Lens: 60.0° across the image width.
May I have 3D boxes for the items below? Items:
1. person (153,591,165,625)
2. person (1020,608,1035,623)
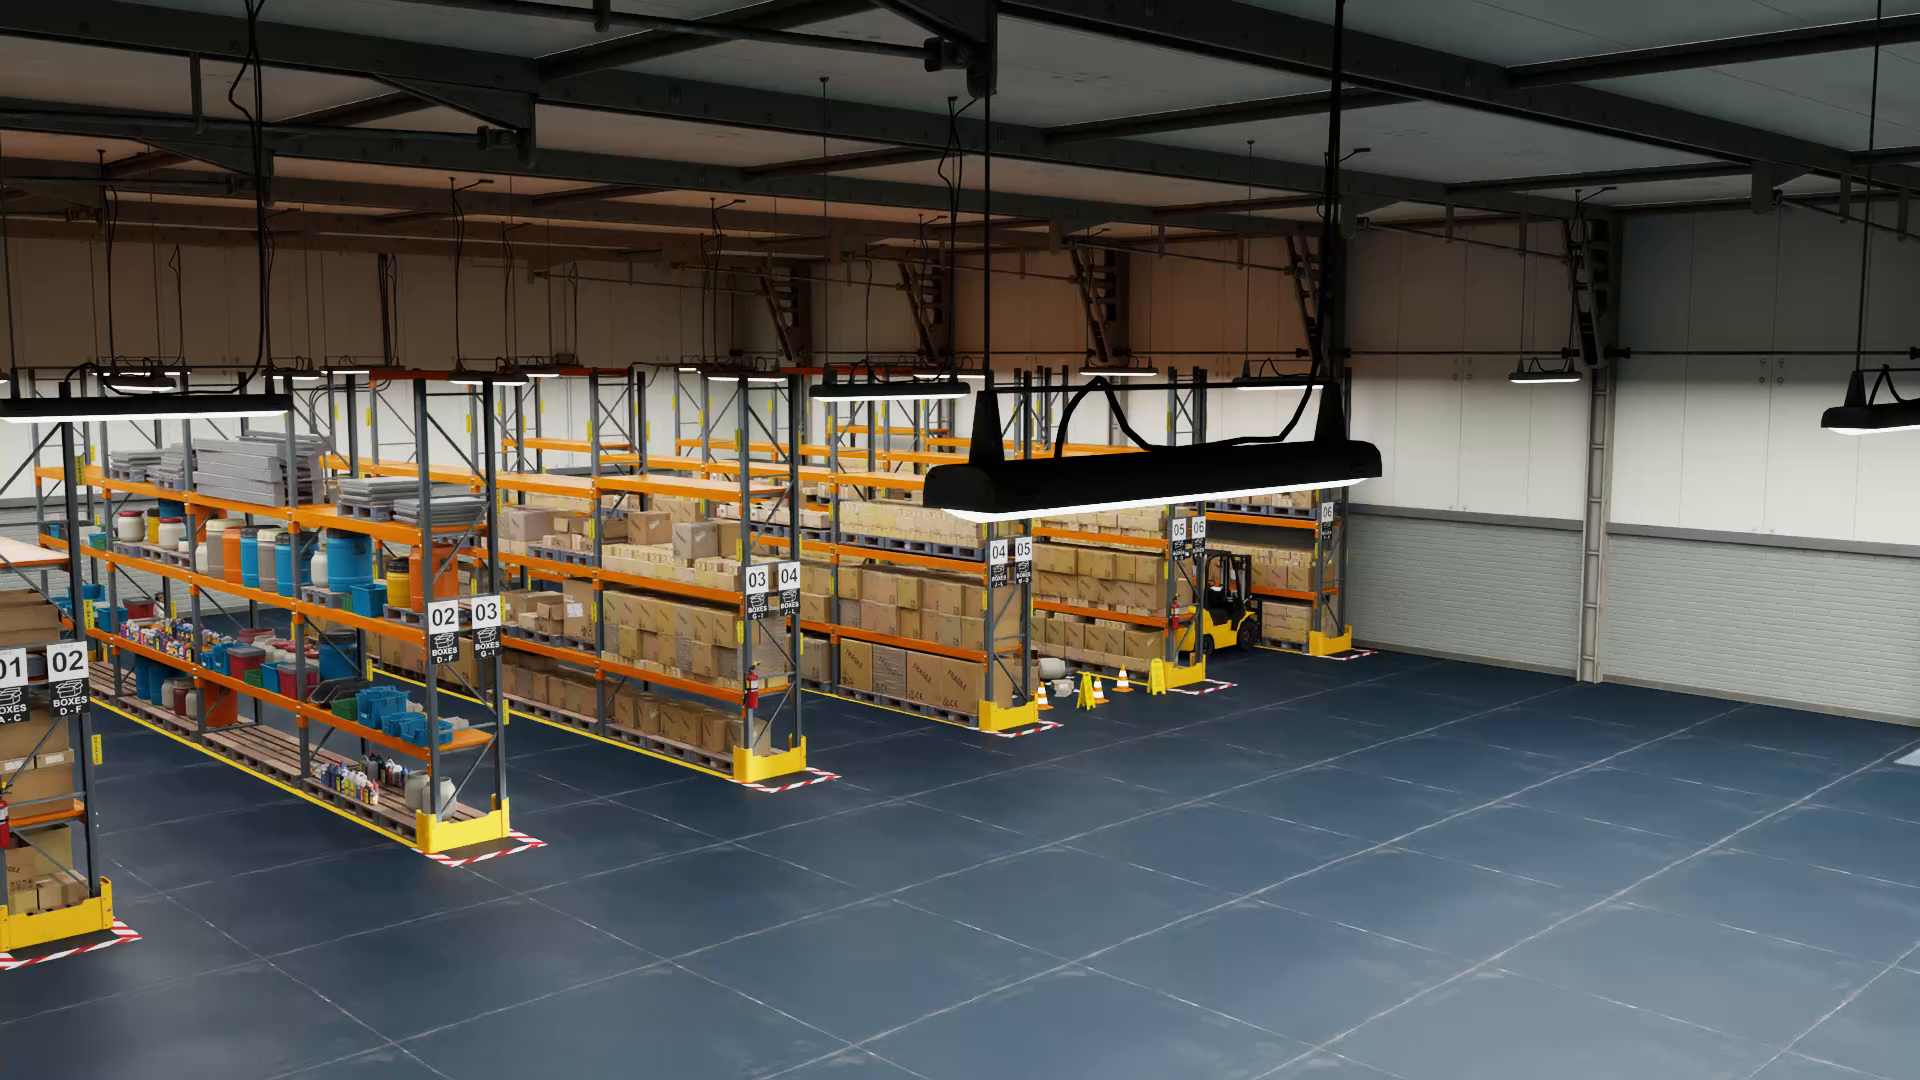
[{"bbox_3d":[-15.636,1.807,32.654,0.509,1.685,0.414,4,8,35],"label":"person"},{"bbox_3d":[1.543,1.337,36.753,0.498,1.661,0.477,-6,9,-41],"label":"person"}]
